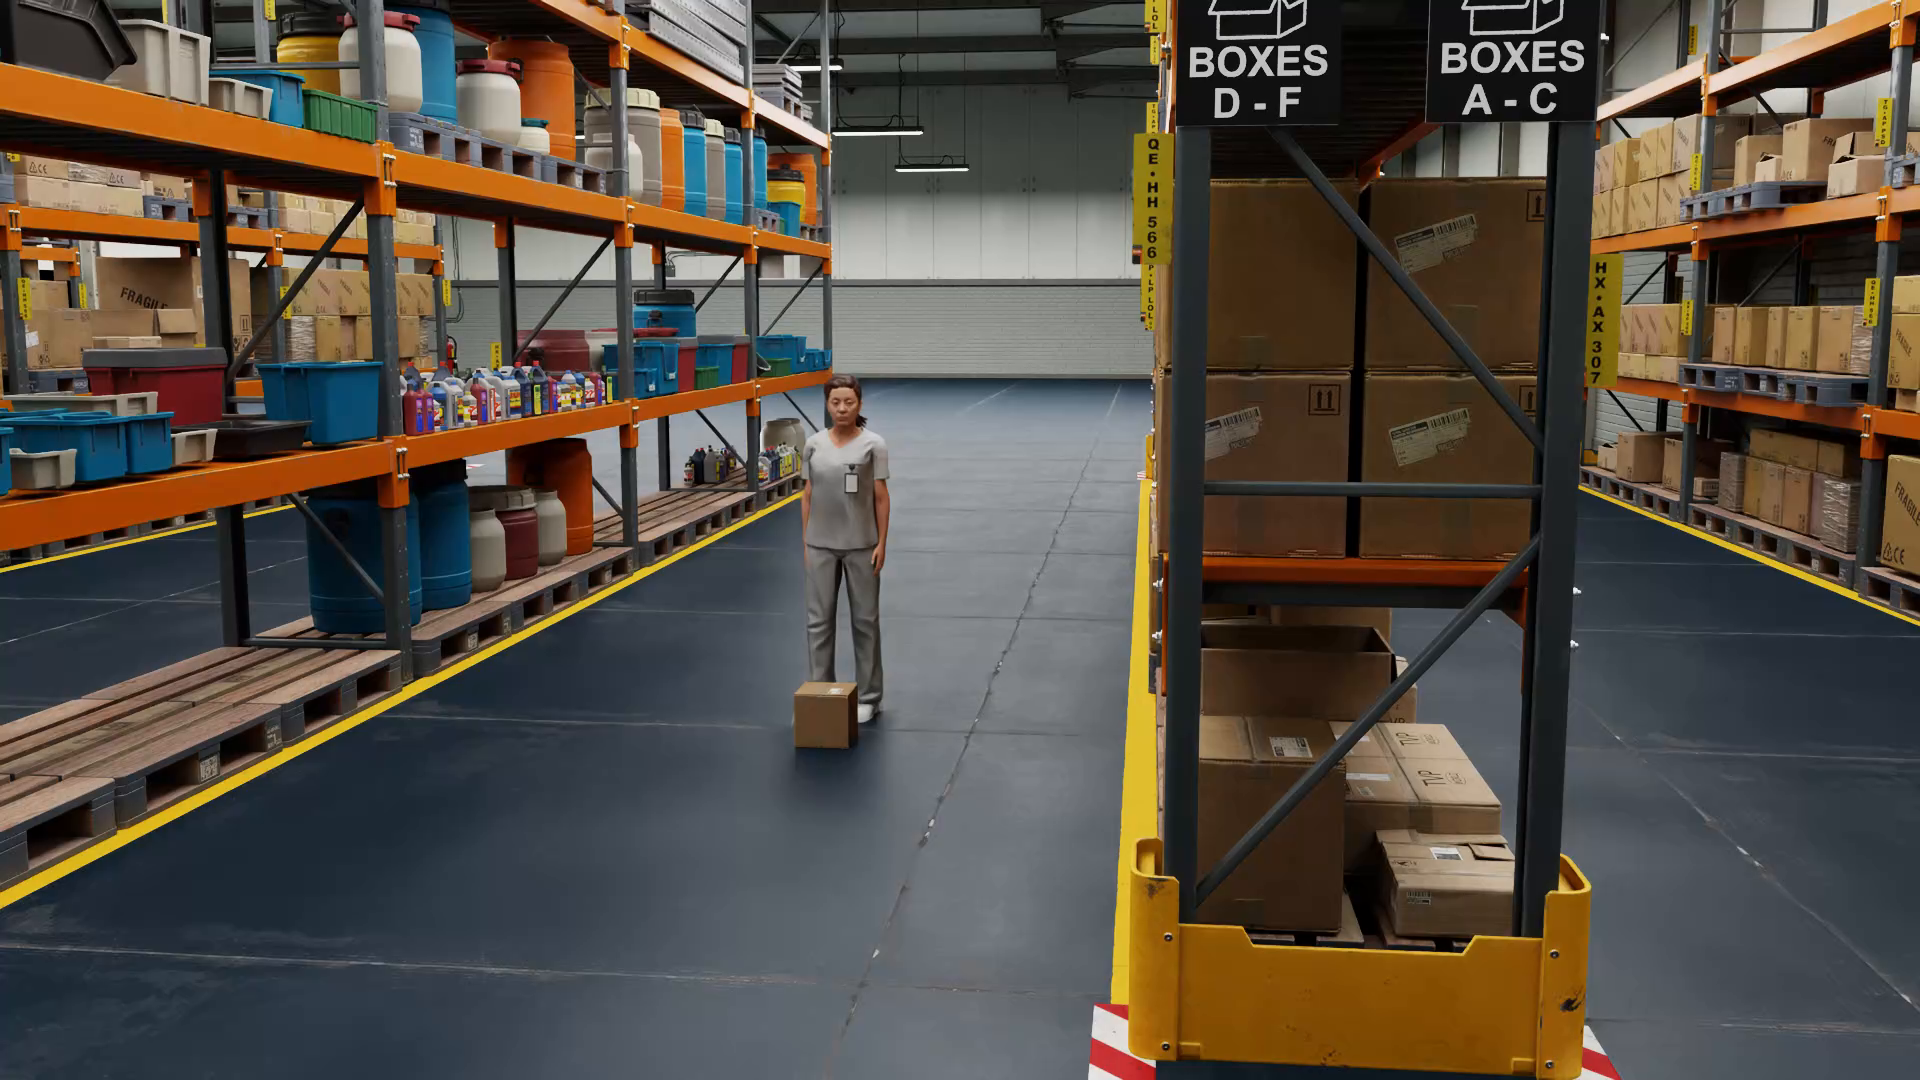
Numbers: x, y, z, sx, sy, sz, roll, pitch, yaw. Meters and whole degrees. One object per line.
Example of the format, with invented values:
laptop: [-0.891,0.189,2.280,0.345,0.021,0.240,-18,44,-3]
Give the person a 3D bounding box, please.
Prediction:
person: [-0.556,0.043,8.029,0.438,1.683,0.375,1,8,7]
